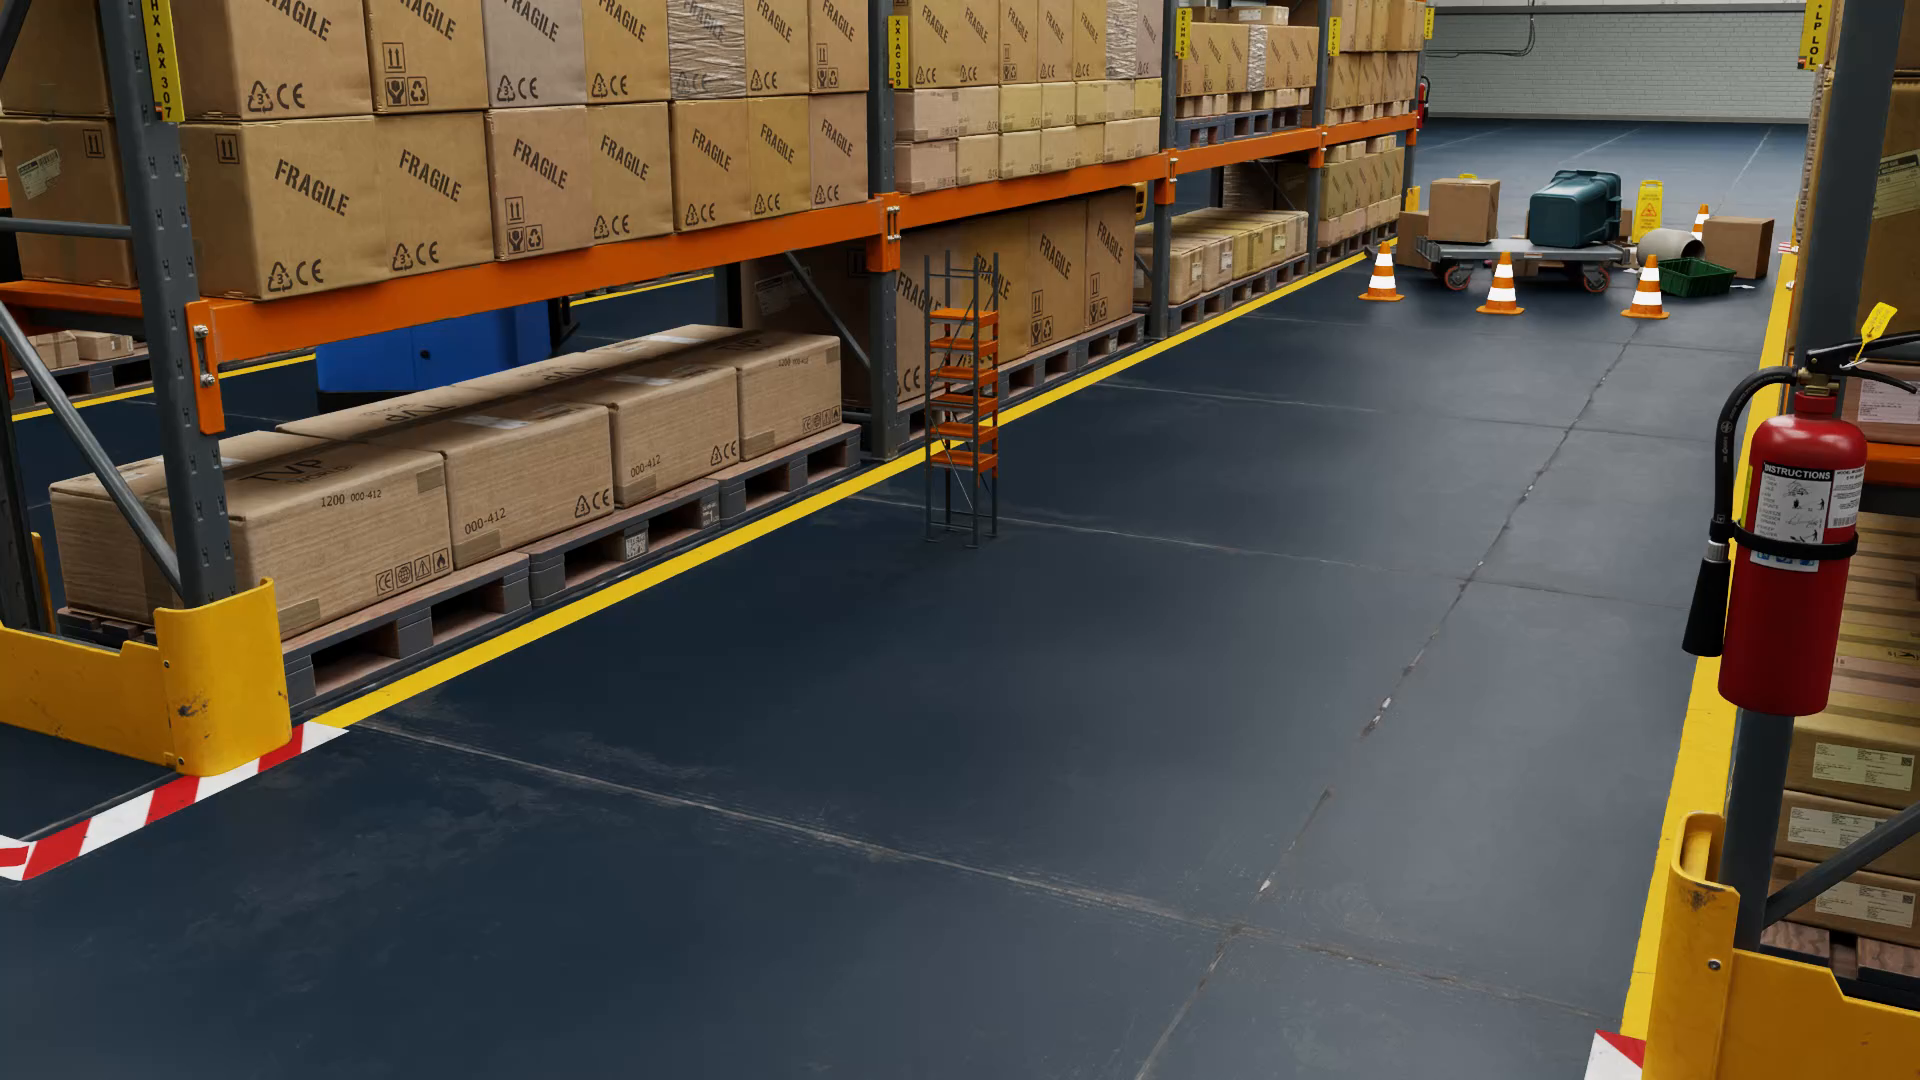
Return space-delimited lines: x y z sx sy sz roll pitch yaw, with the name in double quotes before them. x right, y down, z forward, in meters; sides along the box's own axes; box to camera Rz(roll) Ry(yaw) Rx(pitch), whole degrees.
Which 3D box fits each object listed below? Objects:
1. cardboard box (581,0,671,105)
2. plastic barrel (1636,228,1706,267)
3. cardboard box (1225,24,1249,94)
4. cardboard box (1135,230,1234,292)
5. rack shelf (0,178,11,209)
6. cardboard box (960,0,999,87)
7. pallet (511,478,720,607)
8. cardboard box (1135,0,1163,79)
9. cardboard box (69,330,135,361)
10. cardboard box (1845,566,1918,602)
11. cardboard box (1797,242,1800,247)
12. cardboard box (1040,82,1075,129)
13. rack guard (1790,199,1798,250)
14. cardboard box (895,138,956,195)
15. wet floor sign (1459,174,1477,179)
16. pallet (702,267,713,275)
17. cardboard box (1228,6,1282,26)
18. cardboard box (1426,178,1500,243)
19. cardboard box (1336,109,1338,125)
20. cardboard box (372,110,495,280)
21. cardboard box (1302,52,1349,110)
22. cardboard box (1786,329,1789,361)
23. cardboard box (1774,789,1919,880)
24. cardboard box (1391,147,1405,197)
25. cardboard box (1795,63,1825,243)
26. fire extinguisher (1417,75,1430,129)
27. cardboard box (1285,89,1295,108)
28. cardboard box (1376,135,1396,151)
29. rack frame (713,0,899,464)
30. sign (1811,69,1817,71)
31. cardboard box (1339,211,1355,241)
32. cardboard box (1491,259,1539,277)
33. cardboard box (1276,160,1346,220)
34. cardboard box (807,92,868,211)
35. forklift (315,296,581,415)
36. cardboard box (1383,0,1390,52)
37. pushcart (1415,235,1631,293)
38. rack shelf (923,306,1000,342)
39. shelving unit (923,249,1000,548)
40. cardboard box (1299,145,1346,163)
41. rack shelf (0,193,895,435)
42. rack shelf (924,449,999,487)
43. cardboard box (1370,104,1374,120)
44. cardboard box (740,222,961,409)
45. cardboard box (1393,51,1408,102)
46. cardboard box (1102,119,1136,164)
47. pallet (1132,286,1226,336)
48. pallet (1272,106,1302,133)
"cardboard box" -1.434 -1.883 6.165 0.500 0.500 0.500 8 18 26
"plastic barrel" 6.397 -2.580 14.967 0.421 0.421 0.512 -7 18 -22
"cardboard box" 1.868 -3.663 12.652 0.500 0.500 0.500 8 19 26
"cardboard box" 1.586 -2.189 13.004 0.950 0.372 0.625 8 18 24
"rack shelf" -6.121 -1.673 8.653 1.077 0.370 4.000 8 18 25
"cardboard box" -0.129 -2.633 8.689 0.500 0.500 0.500 8 18 25
"pallet" -1.739 -0.065 6.871 1.003 0.211 1.213 8 18 25
"cardboard box" 1.005 -3.278 10.861 0.500 0.500 0.500 8 18 24
"cardboard box" -5.214 -1.183 10.009 0.380 0.149 0.250 7 18 24
"cardboard box" 2.319 0.167 4.420 0.380 0.149 0.250 9 19 27
"cardboard box" 3.269 -1.142 6.042 0.380 0.149 0.250 9 19 27
"cardboard box" 0.345 -2.532 9.665 0.500 0.250 0.500 7 18 24
"rack guard" 9.061 -3.157 16.777 1.175 0.500 0.348 8 18 25
"cardboard box" -0.353 -1.904 8.429 0.500 0.250 0.500 8 18 24
"wet floor sign" 5.619 -3.737 18.474 0.232 0.644 0.267 -15 22 -41
"pallet" -2.491 -2.724 15.825 1.003 0.211 1.213 8 18 25
"cardboard box" 2.387 -4.241 13.461 0.380 0.149 0.250 7 18 23
"cardboard box" 4.395 -2.881 14.515 0.500 0.500 0.500 8 18 25
"cardboard box" 3.283 -3.925 15.411 0.380 0.149 0.250 9 19 27
"cardboard box" -1.900 -1.144 5.433 0.500 0.500 0.500 8 18 25
"cardboard box" 3.235 -4.202 15.205 0.500 0.500 0.500 8 18 25
"cardboard box" 3.795 -0.877 7.046 0.500 0.250 0.500 8 18 24
"cardboard box" 1.881 0.578 3.558 0.380 0.149 0.250 8 18 24
"cardboard box" 4.452 -3.959 17.860 0.500 0.500 0.500 8 18 26
"cardboard box" 2.769 -1.139 4.892 0.500 0.500 0.500 8 18 24
"fire extinguisher" 5.040 -4.887 18.346 0.296 0.674 0.183 8 18 25
"cardboard box" 2.590 -3.714 13.965 0.380 0.149 0.250 8 18 24
"cardboard box" 4.348 -4.168 17.424 0.380 0.149 0.250 9 19 27
"rack frame" -0.785 -1.897 8.143 1.000 3.000 0.127 8 18 25
"sign" 6.766 -3.854 13.072 0.100 0.325 0.005 8 18 25
"cardboard box" 3.523 -3.071 16.188 0.500 0.250 0.500 9 19 28
"cardboard box" 5.073 -2.559 15.172 0.258 0.266 0.396 -4 17 -13
"cardboard box" 3.294 -3.293 15.619 0.500 0.500 0.500 9 19 28
"cardboard box" -0.764 -1.794 7.622 0.500 0.500 0.500 8 18 26
"forklift" -2.886 -2.299 9.617 1.130 2.935 3.031 -1 17 -4
"cardboard box" 3.828 -5.085 16.423 0.700 0.500 0.500 8 18 25
"pushcart" 4.851 -2.400 14.443 1.648 0.377 0.936 2 17 6
"rack shelf" 0.006 -0.881 6.776 0.258 0.103 0.180 8 18 25
"shelving unit" 0.006 -0.579 6.866 0.258 1.200 0.189 8 18 25
"cardboard box" 3.404 -3.629 15.608 0.380 0.149 0.250 8 18 26
"rack shelf" -1.679 -1.043 6.530 1.077 0.370 4.000 8 18 25
"rack shelf" 0.006 -0.306 6.947 0.258 0.103 0.180 8 18 25
"cardboard box" 3.885 -4.246 16.493 0.380 0.149 0.250 8 18 25
"cardboard box" -0.580 -1.248 8.952 0.875 0.875 0.875 9 19 27
"cardboard box" 4.353 -4.844 17.367 0.500 0.500 0.500 8 18 25
"cardboard box" 0.794 -2.550 10.605 0.500 0.250 0.500 8 19 26
"pallet" 1.352 -1.778 12.640 1.003 0.211 1.213 8 18 25
"pallet" 2.318 -3.667 14.438 1.003 0.211 1.213 8 18 25
